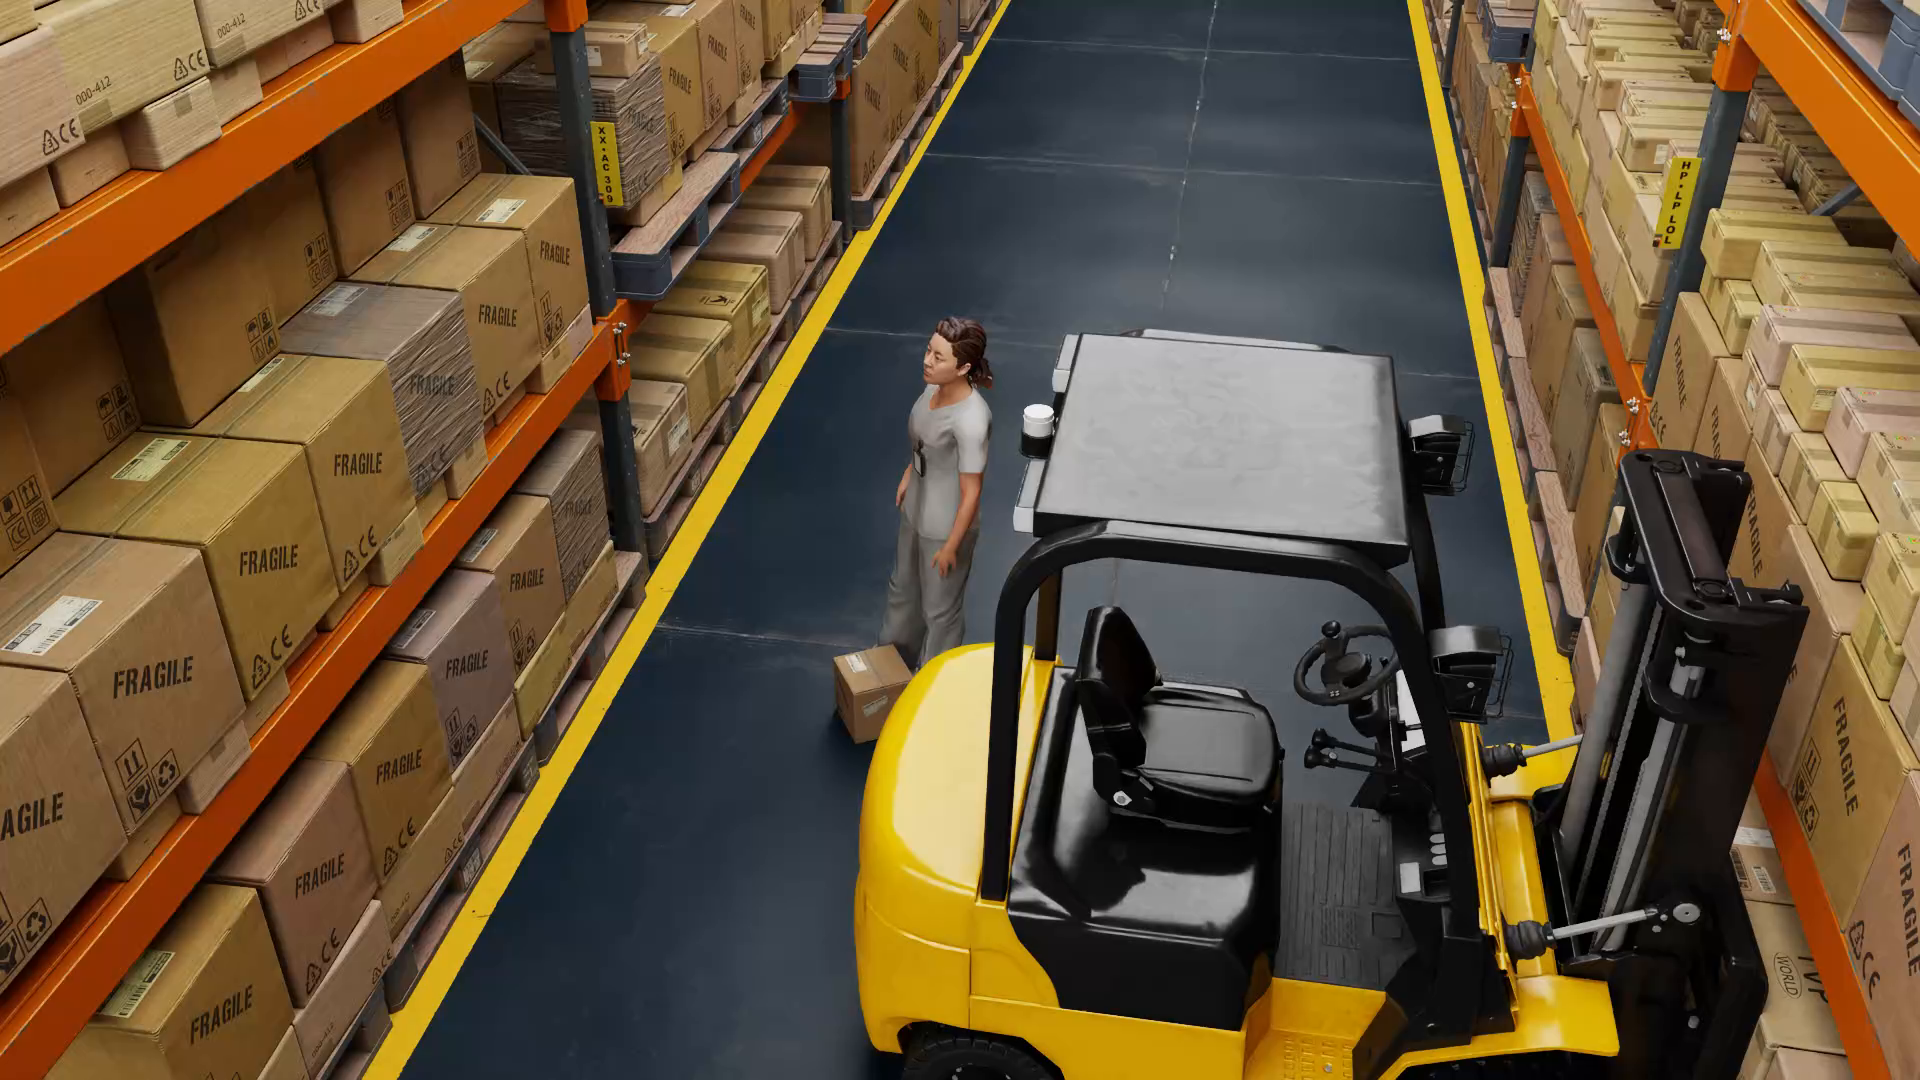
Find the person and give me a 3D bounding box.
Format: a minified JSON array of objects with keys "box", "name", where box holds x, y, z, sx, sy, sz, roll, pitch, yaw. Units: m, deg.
[{"box":[-0.152,-0.039,6.234,0.529,1.621,0.550,-11,34,-16],"name":"person"}]
